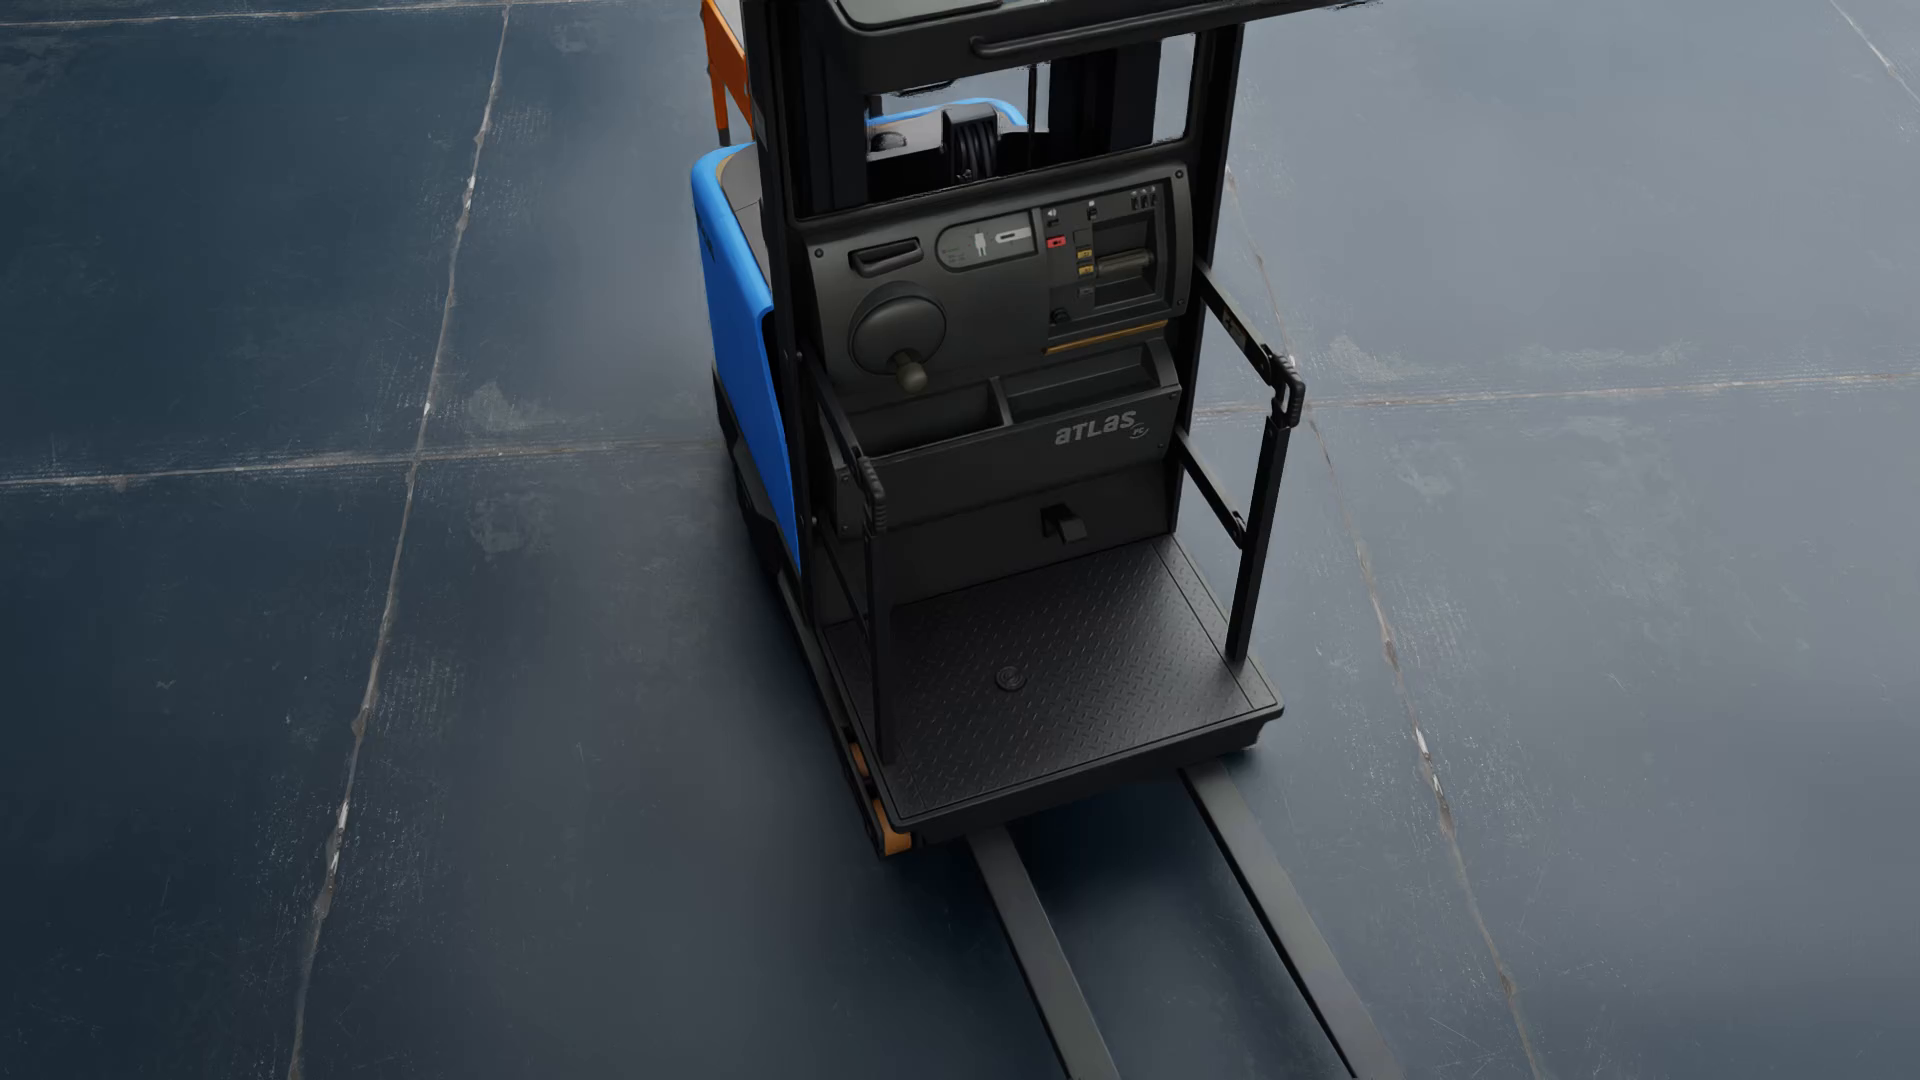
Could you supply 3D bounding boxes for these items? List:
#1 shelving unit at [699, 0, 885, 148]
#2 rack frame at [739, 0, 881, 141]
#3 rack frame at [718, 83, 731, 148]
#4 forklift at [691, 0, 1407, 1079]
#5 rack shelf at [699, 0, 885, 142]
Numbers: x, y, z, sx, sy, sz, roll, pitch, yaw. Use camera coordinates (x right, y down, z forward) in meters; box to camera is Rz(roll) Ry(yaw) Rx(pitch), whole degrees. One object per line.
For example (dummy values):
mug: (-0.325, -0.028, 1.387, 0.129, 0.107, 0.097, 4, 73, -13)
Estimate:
shelving unit: (-0.519, -1.435, 5.158, 0.431, 2.100, 0.503, -16, 48, -15)
rack frame: (-0.428, -1.273, 5.000, 0.400, 2.100, 0.015, -16, 48, -15)
rack frame: (-0.610, -1.597, 5.317, 0.400, 2.100, 0.015, -16, 48, -15)
forklift: (0.184, -0.514, 3.718, 1.130, 2.935, 3.031, -15, 48, -14)
rack shelf: (-0.519, -1.426, 5.168, 0.431, 0.518, 0.480, -16, 48, -15)
